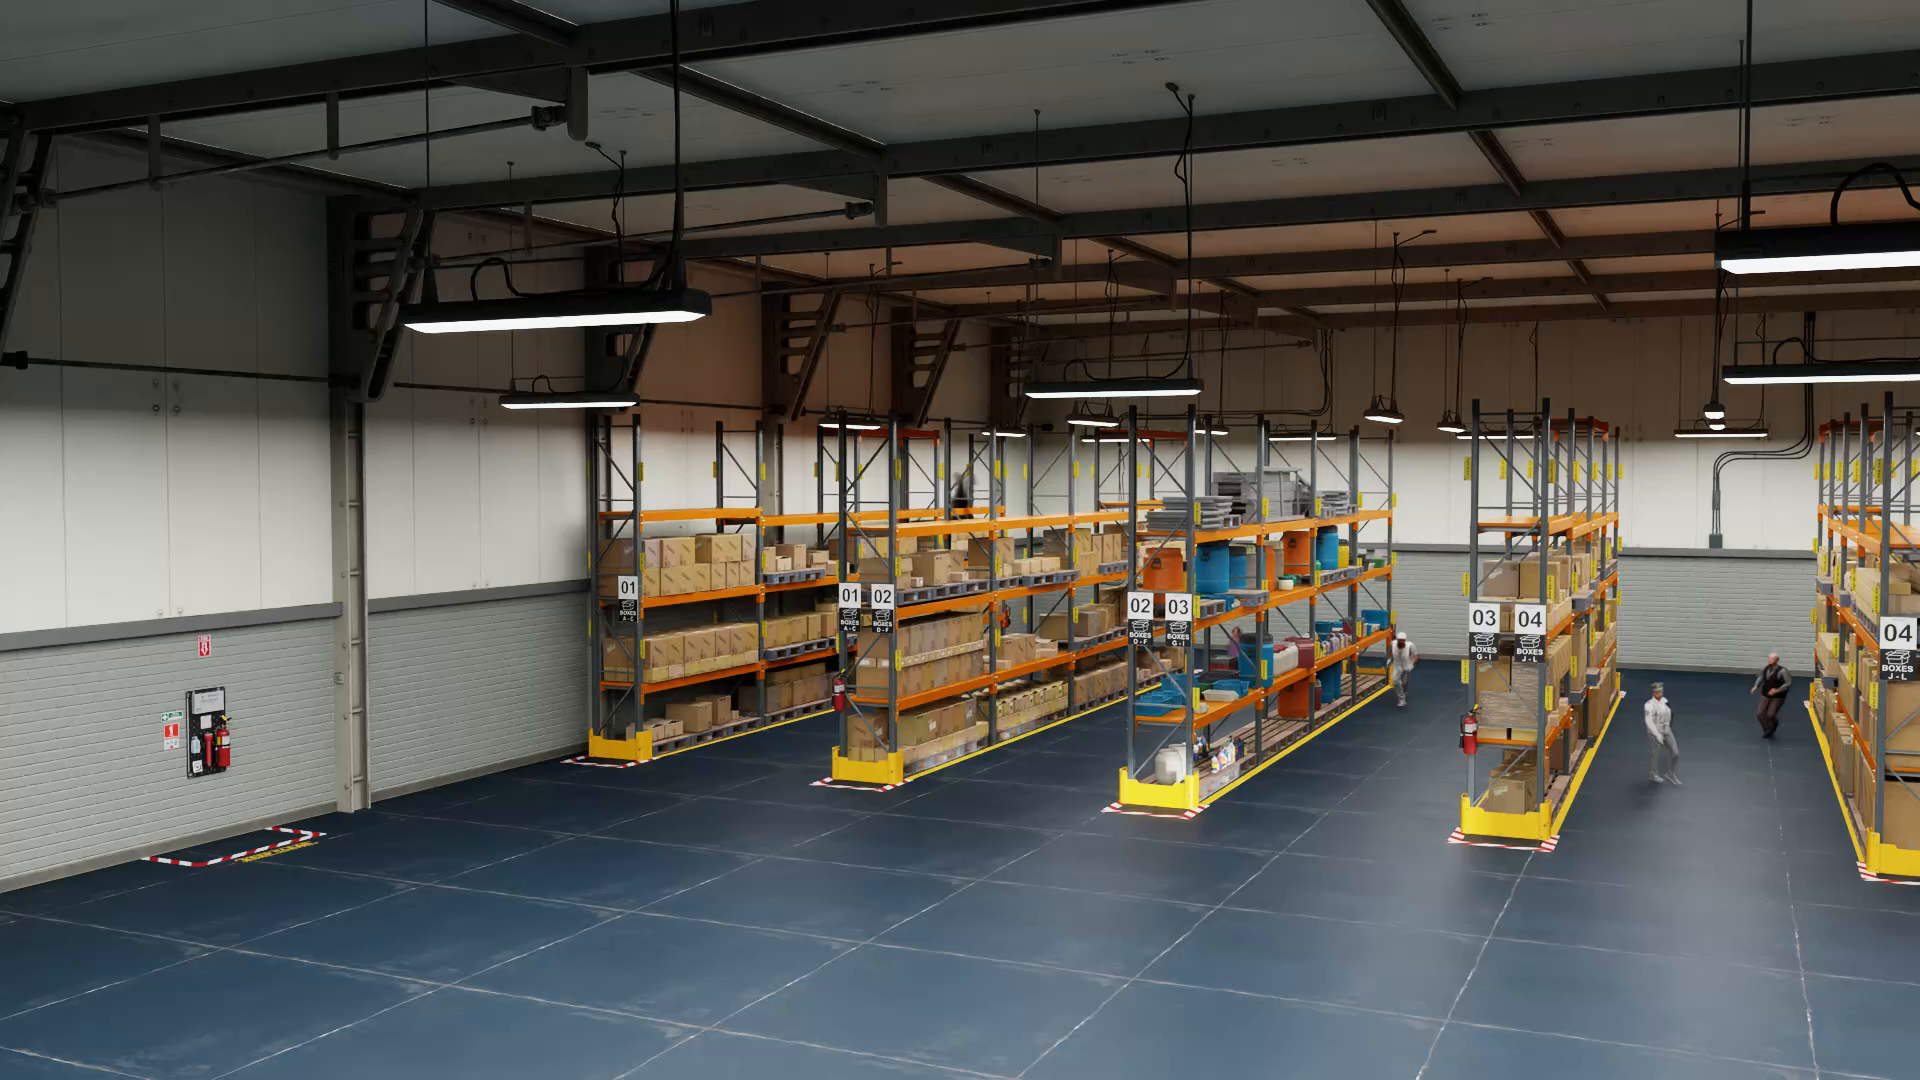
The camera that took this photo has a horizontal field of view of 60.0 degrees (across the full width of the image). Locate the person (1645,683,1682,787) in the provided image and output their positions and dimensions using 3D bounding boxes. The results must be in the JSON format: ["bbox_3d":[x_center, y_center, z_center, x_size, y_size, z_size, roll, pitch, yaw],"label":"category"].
[{"bbox_3d":[11.161,3.089,26.491,0.628,1.656,0.638,0,2,-11],"label":"person"}]

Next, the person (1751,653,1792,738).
[{"bbox_3d":[15.227,2.928,31.134,0.519,1.630,0.719,-2,3,-37],"label":"person"}]

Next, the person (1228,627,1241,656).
[{"bbox_3d":[6.062,2.698,36.957,0.651,1.568,0.567,2,3,43],"label":"person"}]

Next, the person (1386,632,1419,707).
[{"bbox_3d":[9.506,2.735,35.618,0.695,1.618,1.126,1,3,24],"label":"person"}]
